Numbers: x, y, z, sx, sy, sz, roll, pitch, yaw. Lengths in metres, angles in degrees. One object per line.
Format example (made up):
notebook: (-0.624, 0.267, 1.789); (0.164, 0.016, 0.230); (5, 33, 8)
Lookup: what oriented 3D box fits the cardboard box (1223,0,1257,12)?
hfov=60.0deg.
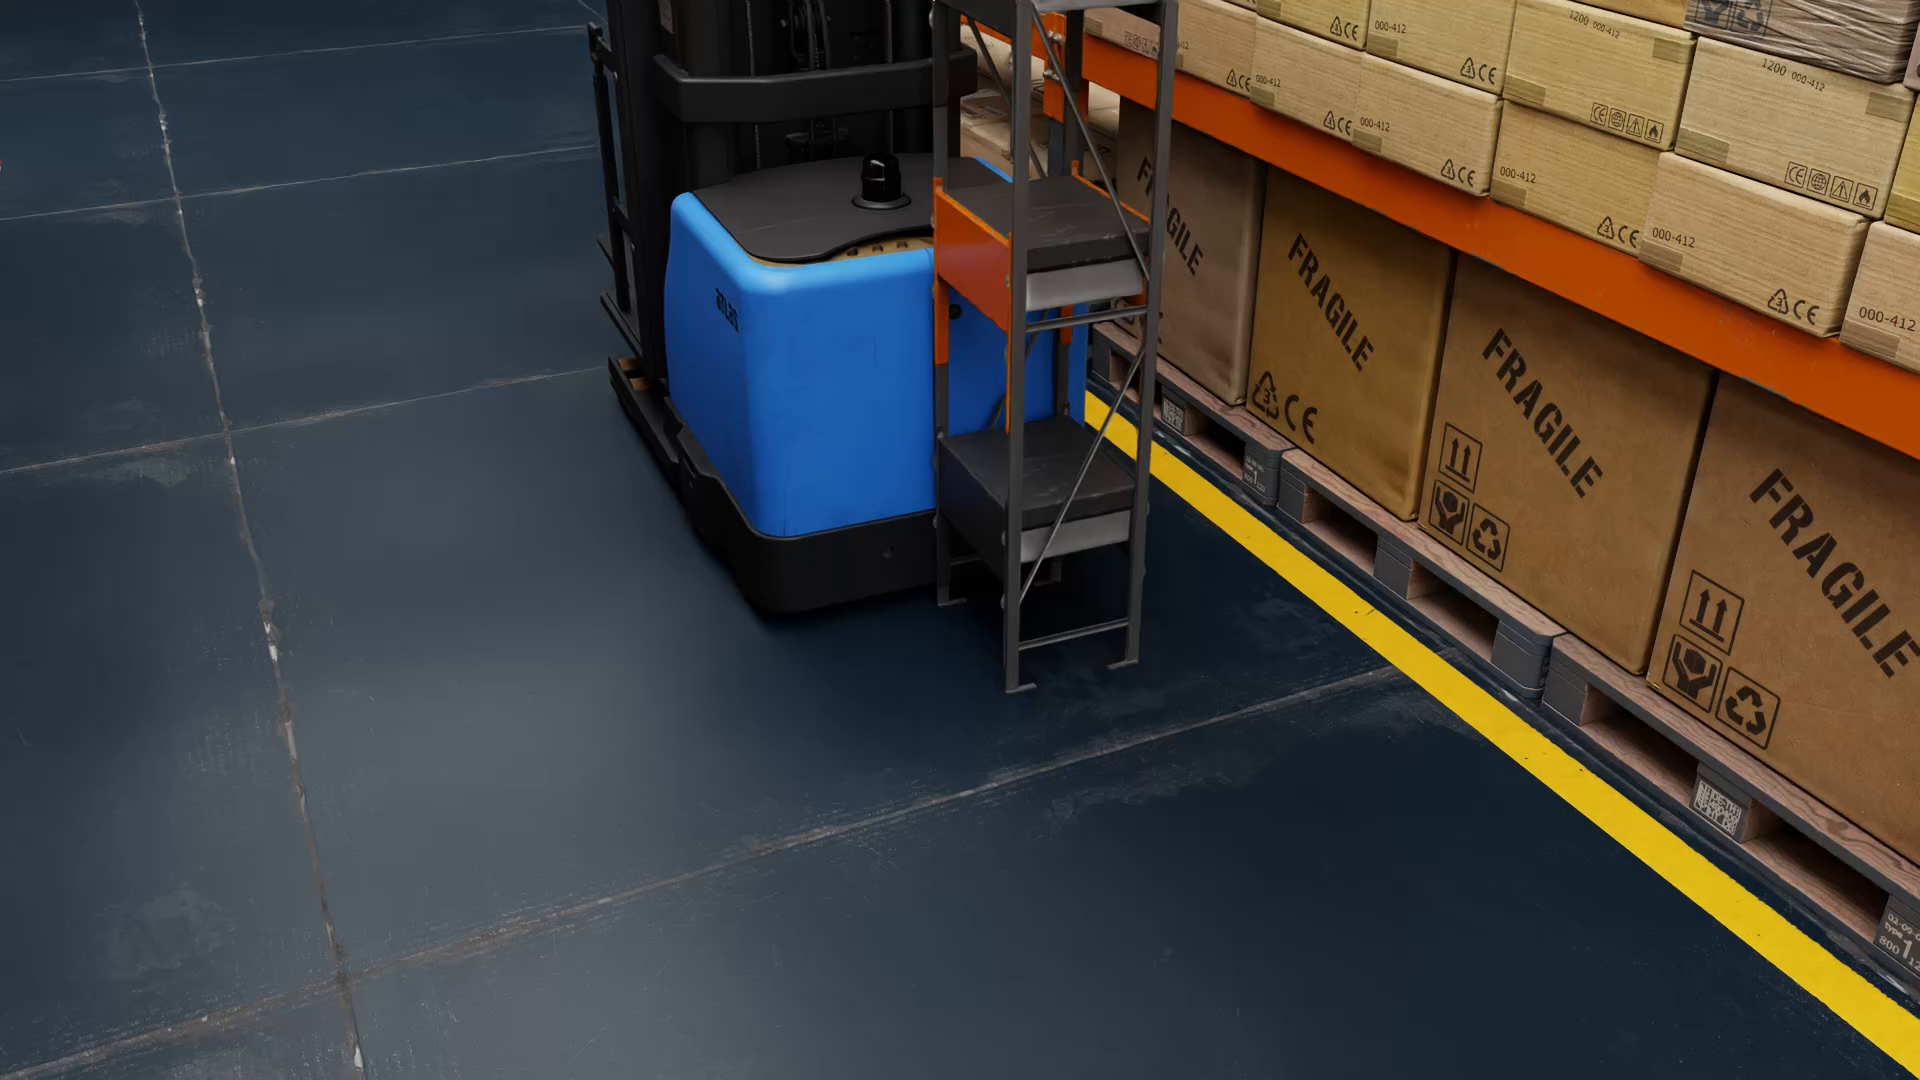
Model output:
cardboard box: (0.982, -1.782, 5.004); (0.500, 0.250, 0.500); (-13, 32, -21)

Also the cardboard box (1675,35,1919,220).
cardboard box: (1.855, -0.880, 3.394); (0.500, 0.250, 0.500); (-14, 32, -23)

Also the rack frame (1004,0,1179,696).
rack frame: (0.308, -0.535, 4.057); (0.400, 2.100, 0.015); (-12, 31, -20)

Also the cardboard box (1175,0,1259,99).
cardboard box: (0.973, -1.564, 5.126); (0.500, 0.250, 0.500); (-14, 32, -23)

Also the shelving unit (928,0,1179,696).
shelving unit: (0.213, -0.645, 4.253); (0.431, 2.100, 0.503); (-12, 31, -20)

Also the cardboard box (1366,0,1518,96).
cardboard box: (1.394, -1.331, 4.199); (0.500, 0.250, 0.500); (-14, 32, -23)

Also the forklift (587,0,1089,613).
forklift: (-0.653, -1.774, 5.416); (1.130, 2.935, 3.031); (-12, 31, -20)

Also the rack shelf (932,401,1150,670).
rack shelf: (0.213, -0.022, 4.602); (0.431, 0.518, 0.480); (-12, 31, -20)

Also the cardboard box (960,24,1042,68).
cardboard box: (-0.144, -2.267, 8.416); (0.875, 0.438, 0.875); (-12, 32, -21)

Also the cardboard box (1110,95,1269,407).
cardboard box: (1.137, -1.107, 5.900); (0.875, 0.875, 0.875); (-12, 31, -20)

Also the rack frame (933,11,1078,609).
rack frame: (0.119, -0.755, 4.449); (0.400, 2.100, 0.015); (-12, 31, -20)

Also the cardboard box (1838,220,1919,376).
cardboard box: (2.065, -0.444, 3.129); (0.500, 0.250, 0.500); (-14, 32, -24)

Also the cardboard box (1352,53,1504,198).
cardboard box: (1.385, -1.112, 4.319); (0.500, 0.250, 0.500); (-14, 32, -23)

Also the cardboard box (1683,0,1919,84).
cardboard box: (1.830, -1.219, 3.232); (0.500, 0.500, 0.500); (-13, 32, -21)

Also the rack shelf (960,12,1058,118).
rack shelf: (-0.060, -2.677, 7.693); (1.077, 0.370, 4.000); (-13, 32, -22)

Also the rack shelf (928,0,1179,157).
rack shelf: (0.213, -1.243, 3.917); (0.431, 0.518, 0.480); (-12, 31, -20)

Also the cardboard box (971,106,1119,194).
cardboard box: (0.626, -1.473, 7.000); (0.875, 0.438, 0.875); (-14, 32, -23)

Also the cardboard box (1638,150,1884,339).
cardboard box: (1.831, -0.667, 3.525); (0.500, 0.250, 0.500); (-13, 32, -21)

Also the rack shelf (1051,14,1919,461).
rack shelf: (1.658, -0.910, 4.542); (1.077, 0.370, 4.000); (-13, 32, -22)

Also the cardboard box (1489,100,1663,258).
cardboard box: (1.629, -0.892, 3.928); (0.500, 0.250, 0.500); (-13, 32, -22)

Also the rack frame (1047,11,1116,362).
rack frame: (0.799, -2.108, 5.942); (1.000, 3.000, 0.127); (-13, 32, -22)

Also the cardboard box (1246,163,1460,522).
cardboard box: (1.532, -0.710, 5.192); (0.875, 0.875, 0.875); (-12, 31, -21)

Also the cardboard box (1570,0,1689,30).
cardboard box: (1.623, -1.440, 3.626); (0.500, 0.500, 0.500); (-13, 32, -22)

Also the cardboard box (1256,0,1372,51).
cardboard box: (1.175, -1.554, 4.596); (0.500, 0.250, 0.500); (-13, 32, -21)

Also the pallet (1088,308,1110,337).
pallet: (0.543, -1.244, 7.252); (1.003, 0.211, 1.213); (-13, 32, -22)

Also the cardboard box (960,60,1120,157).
cardboard box: (0.242, -1.868, 7.705); (0.875, 0.438, 0.875); (-14, 32, -23)

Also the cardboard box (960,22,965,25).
cardboard box: (-0.545, -2.670, 9.134); (0.875, 0.438, 0.875); (-14, 32, -24)

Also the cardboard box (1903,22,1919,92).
cardboard box: (2.058, -0.994, 2.831); (0.500, 0.500, 0.500); (-14, 32, -23)

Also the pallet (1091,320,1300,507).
pallet: (1.198, -0.566, 6.044); (1.003, 0.211, 1.213); (-13, 32, -22)

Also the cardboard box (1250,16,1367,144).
cardboard box: (1.179, -1.334, 4.716); (0.500, 0.250, 0.500); (-13, 32, -22)

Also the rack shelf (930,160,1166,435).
rack shelf: (0.213, -0.633, 4.260); (0.431, 0.518, 0.480); (-12, 31, -20)

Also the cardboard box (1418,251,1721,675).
cardboard box: (1.916, -0.315, 4.487); (0.875, 0.875, 0.875); (-13, 32, -21)

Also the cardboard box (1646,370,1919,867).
cardboard box: (2.295, 0.080, 3.783); (0.875, 0.875, 0.875); (-13, 32, -22)

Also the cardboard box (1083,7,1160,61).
cardboard box: (0.749, -1.792, 5.533); (0.500, 0.250, 0.500); (-14, 32, -23)

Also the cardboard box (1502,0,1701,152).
cardboard box: (1.617, -1.101, 3.790); (0.500, 0.250, 0.500); (-14, 32, -23)

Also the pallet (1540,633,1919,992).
pallet: (2.246, 0.512, 4.122); (1.003, 0.211, 1.213); (-13, 32, -22)

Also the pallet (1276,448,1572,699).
pallet: (1.726, -0.027, 5.082); (1.003, 0.211, 1.213); (-13, 32, -22)

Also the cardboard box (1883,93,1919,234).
cardboard box: (2.079, -0.654, 2.992); (0.500, 0.250, 0.500); (-13, 32, -22)
